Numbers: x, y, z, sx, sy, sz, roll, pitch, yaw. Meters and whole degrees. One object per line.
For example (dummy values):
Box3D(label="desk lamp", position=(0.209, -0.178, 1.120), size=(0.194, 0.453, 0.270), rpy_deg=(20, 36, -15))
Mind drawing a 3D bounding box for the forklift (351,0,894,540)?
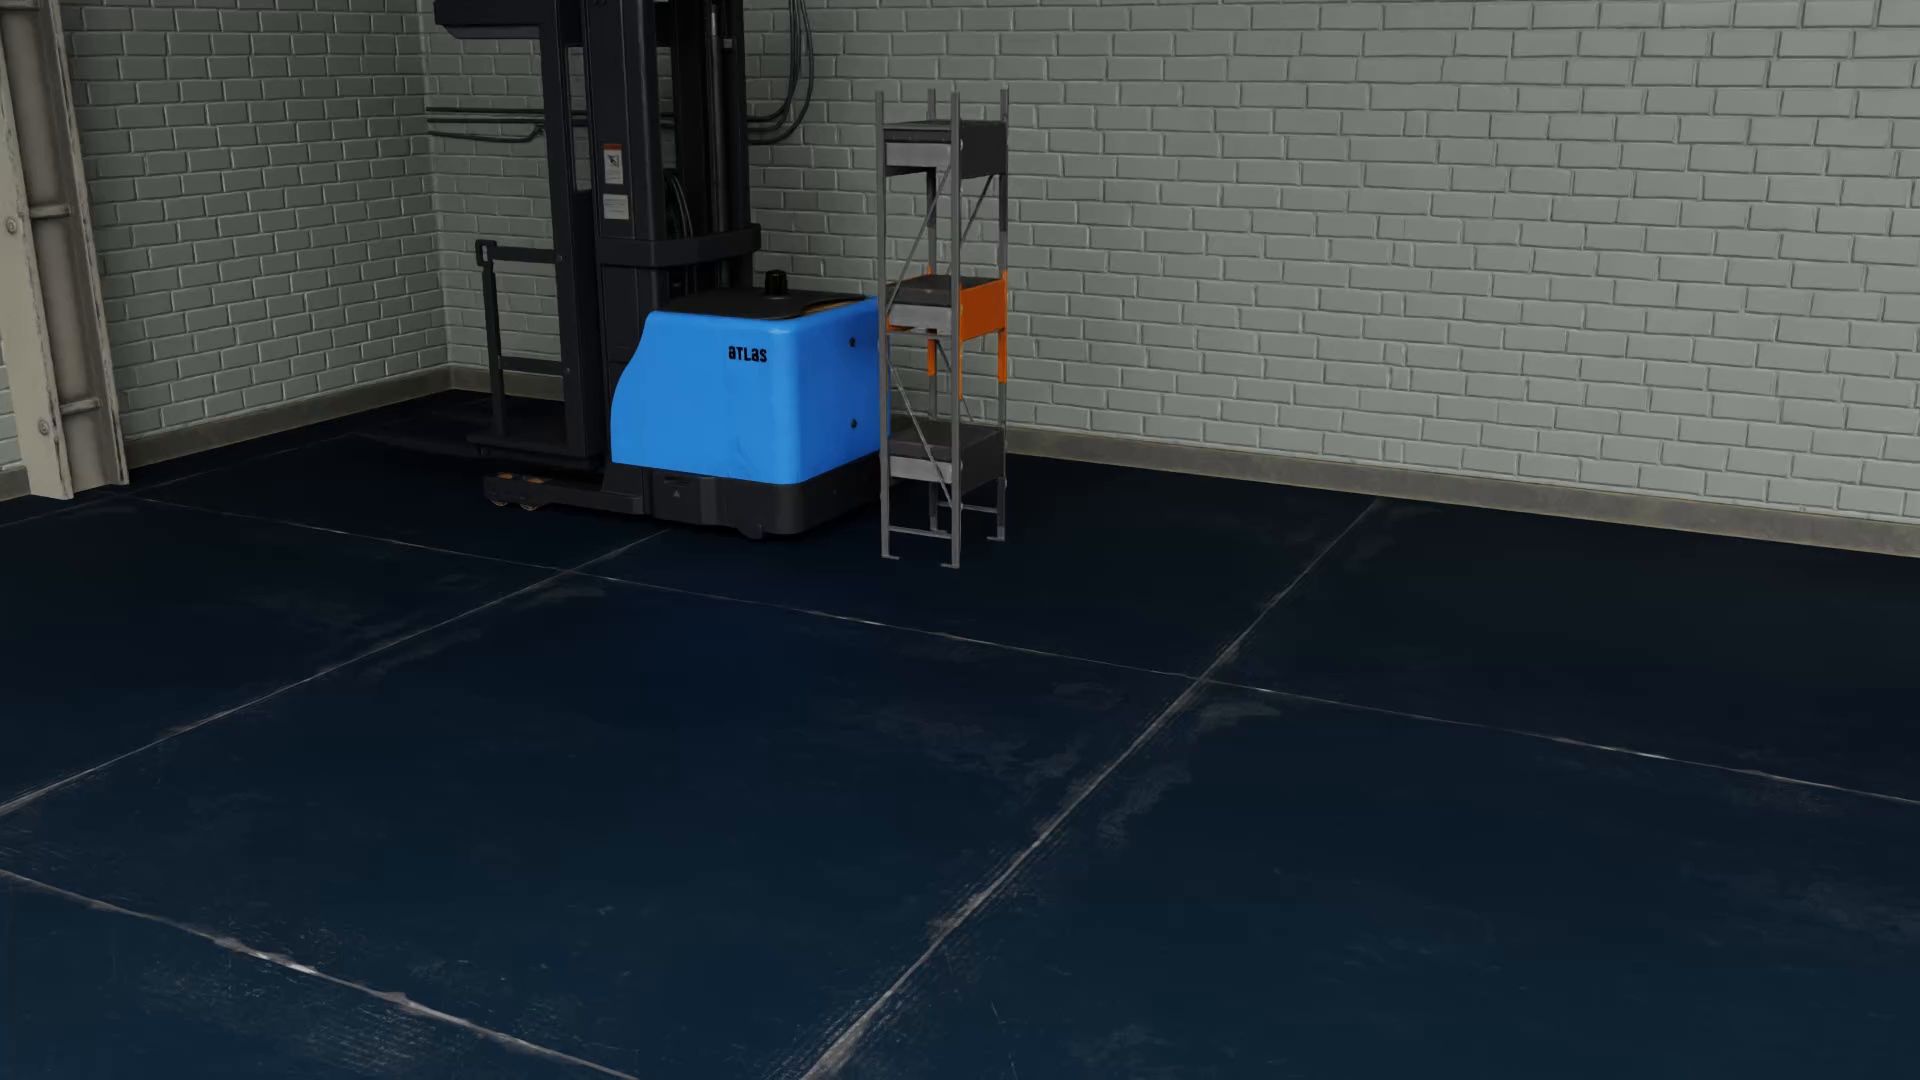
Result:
Box3D(label="forklift", position=(-1.893, -1.679, 8.531), size=(3.031, 2.935, 1.130), rpy_deg=(8, 18, 26))

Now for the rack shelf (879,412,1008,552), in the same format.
Box3D(label="rack shelf", position=(-0.074, -0.280, 7.787), size=(0.431, 0.518, 0.480), rpy_deg=(8, 18, 25))

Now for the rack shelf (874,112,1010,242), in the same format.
Box3D(label="rack shelf", position=(-0.074, -1.622, 7.388), size=(0.431, 0.518, 0.480), rpy_deg=(8, 18, 25))

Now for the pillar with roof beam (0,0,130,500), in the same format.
Box3D(label="pillar with roof beam", position=(-0.896, -4.046, 5.841), size=(9.100, 9.000, 0.400), rpy_deg=(8, 18, 25))

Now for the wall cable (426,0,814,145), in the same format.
Box3D(label="wall cable", position=(-2.248, -3.687, 10.087), size=(3.097, 2.526, 0.112), rpy_deg=(8, 18, 25))

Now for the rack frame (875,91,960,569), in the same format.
Box3D(label="rack frame", position=(-0.183, -0.902, 7.374), size=(0.400, 2.100, 0.015), rpy_deg=(8, 18, 25))

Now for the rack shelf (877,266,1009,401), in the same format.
Box3D(label="rack shelf", position=(-0.074, -0.951, 7.587), size=(0.431, 0.518, 0.480), rpy_deg=(8, 18, 25))

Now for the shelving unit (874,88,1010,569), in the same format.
Box3D(label="shelving unit", position=(-0.074, -0.964, 7.583), size=(0.431, 2.100, 0.503), rpy_deg=(8, 18, 25))

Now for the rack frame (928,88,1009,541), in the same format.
Box3D(label="rack frame", position=(0.035, -1.027, 7.793), size=(0.400, 2.100, 0.015), rpy_deg=(8, 18, 25))
